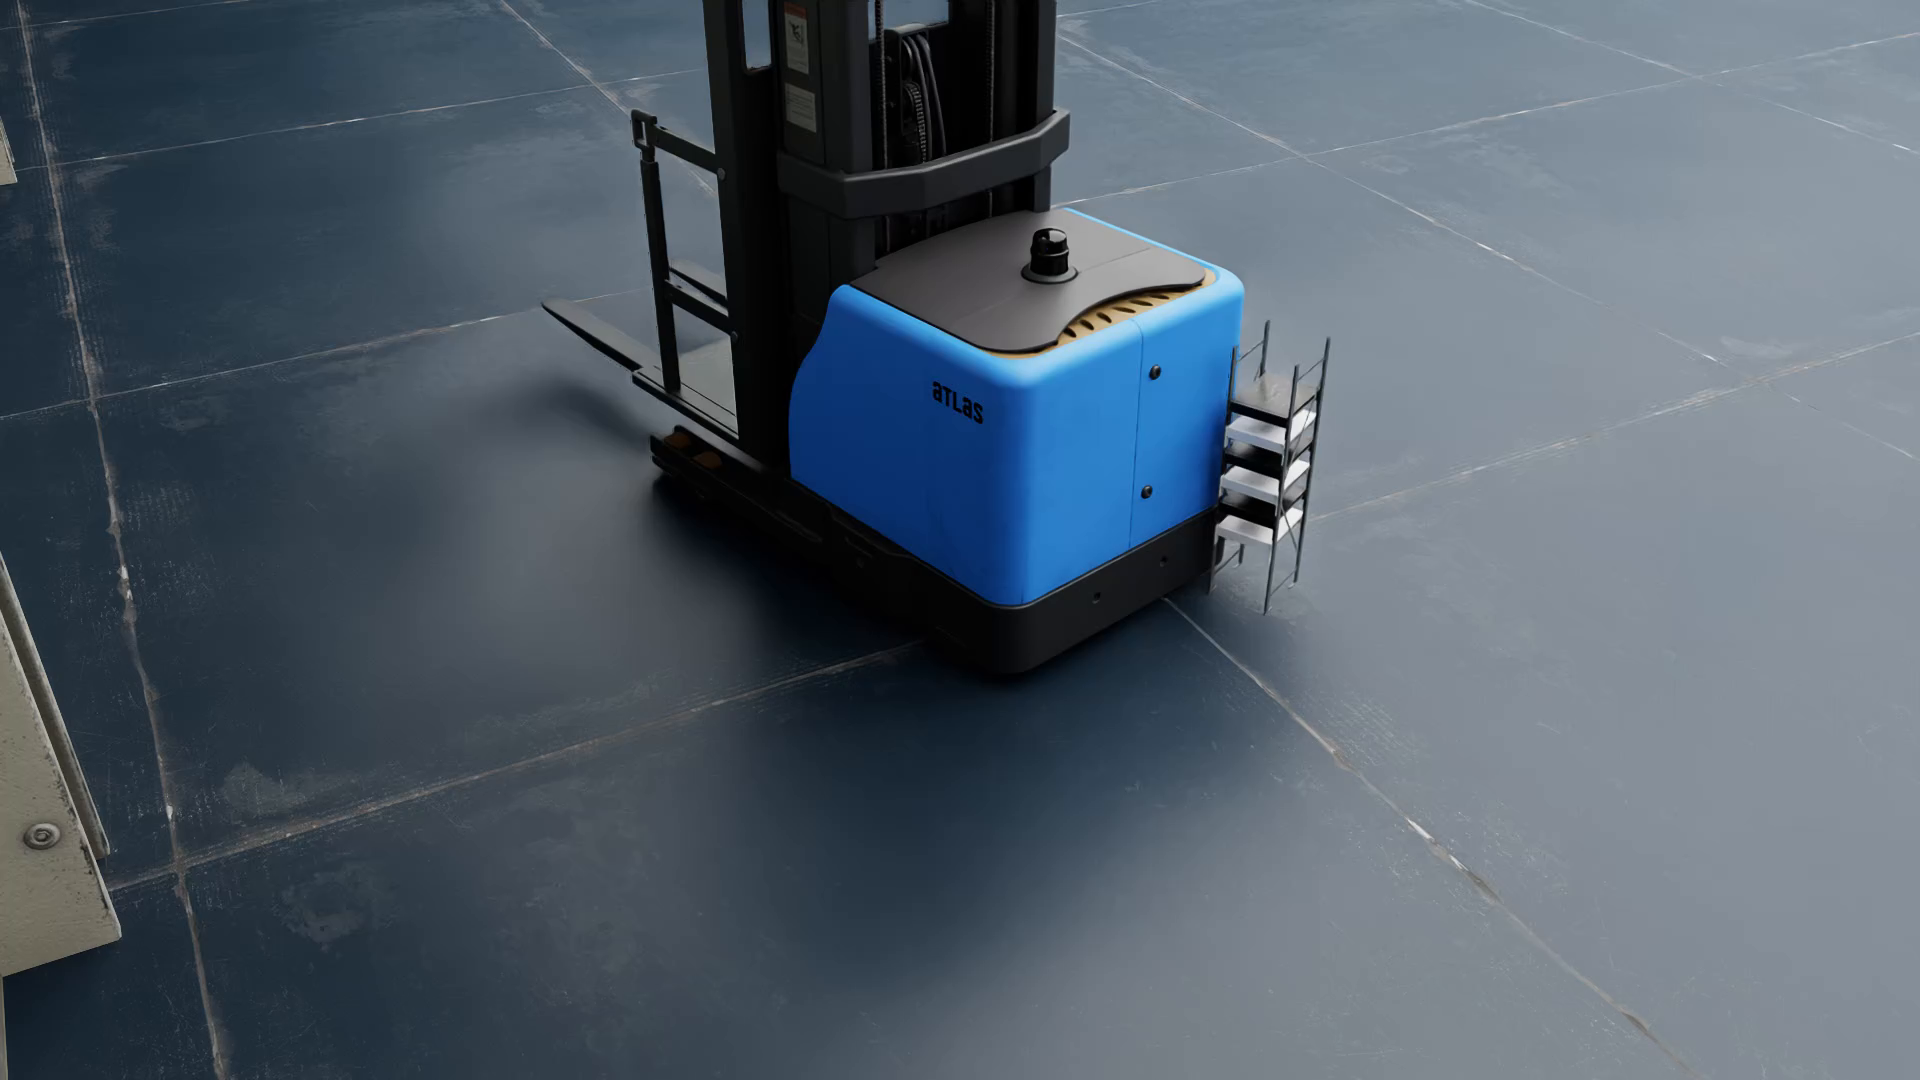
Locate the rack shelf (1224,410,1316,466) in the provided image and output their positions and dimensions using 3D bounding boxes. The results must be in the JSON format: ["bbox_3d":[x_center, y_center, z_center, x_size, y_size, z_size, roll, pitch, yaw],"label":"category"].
[{"bbox_3d":[0.971,-0.342,5.177,0.200,0.077,0.258,21,38,29],"label":"rack shelf"}]

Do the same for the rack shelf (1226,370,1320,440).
[{"bbox_3d":[0.971,-0.418,5.128,0.200,0.077,0.258,21,38,29],"label":"rack shelf"}]

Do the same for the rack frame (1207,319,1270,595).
[{"bbox_3d":[0.887,-0.251,5.306,0.006,0.900,0.240,21,38,29],"label":"rack frame"}]

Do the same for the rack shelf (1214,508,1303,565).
[{"bbox_3d":[0.969,-0.040,5.372,0.200,0.077,0.258,21,38,29],"label":"rack shelf"}]

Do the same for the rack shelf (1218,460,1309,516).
[{"bbox_3d":[0.970,-0.191,5.275,0.200,0.077,0.258,21,38,29],"label":"rack shelf"}]

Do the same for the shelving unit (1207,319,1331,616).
[{"bbox_3d":[0.970,-0.219,5.257,0.210,0.900,0.258,21,38,29],"label":"shelving unit"}]

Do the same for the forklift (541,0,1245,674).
[{"bbox_3d":[-0.479,-1.545,5.444,1.130,2.935,3.031,-26,41,-34],"label":"forklift"}]

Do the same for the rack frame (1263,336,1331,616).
[{"bbox_3d":[1.053,-0.187,5.208,0.006,0.900,0.240,21,38,29],"label":"rack frame"}]

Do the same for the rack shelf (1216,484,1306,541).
[{"bbox_3d":[0.970,-0.115,5.323,0.200,0.077,0.258,21,38,29],"label":"rack shelf"}]

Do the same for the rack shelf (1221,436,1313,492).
[{"bbox_3d":[0.970,-0.267,5.226,0.200,0.077,0.258,21,38,29],"label":"rack shelf"}]
